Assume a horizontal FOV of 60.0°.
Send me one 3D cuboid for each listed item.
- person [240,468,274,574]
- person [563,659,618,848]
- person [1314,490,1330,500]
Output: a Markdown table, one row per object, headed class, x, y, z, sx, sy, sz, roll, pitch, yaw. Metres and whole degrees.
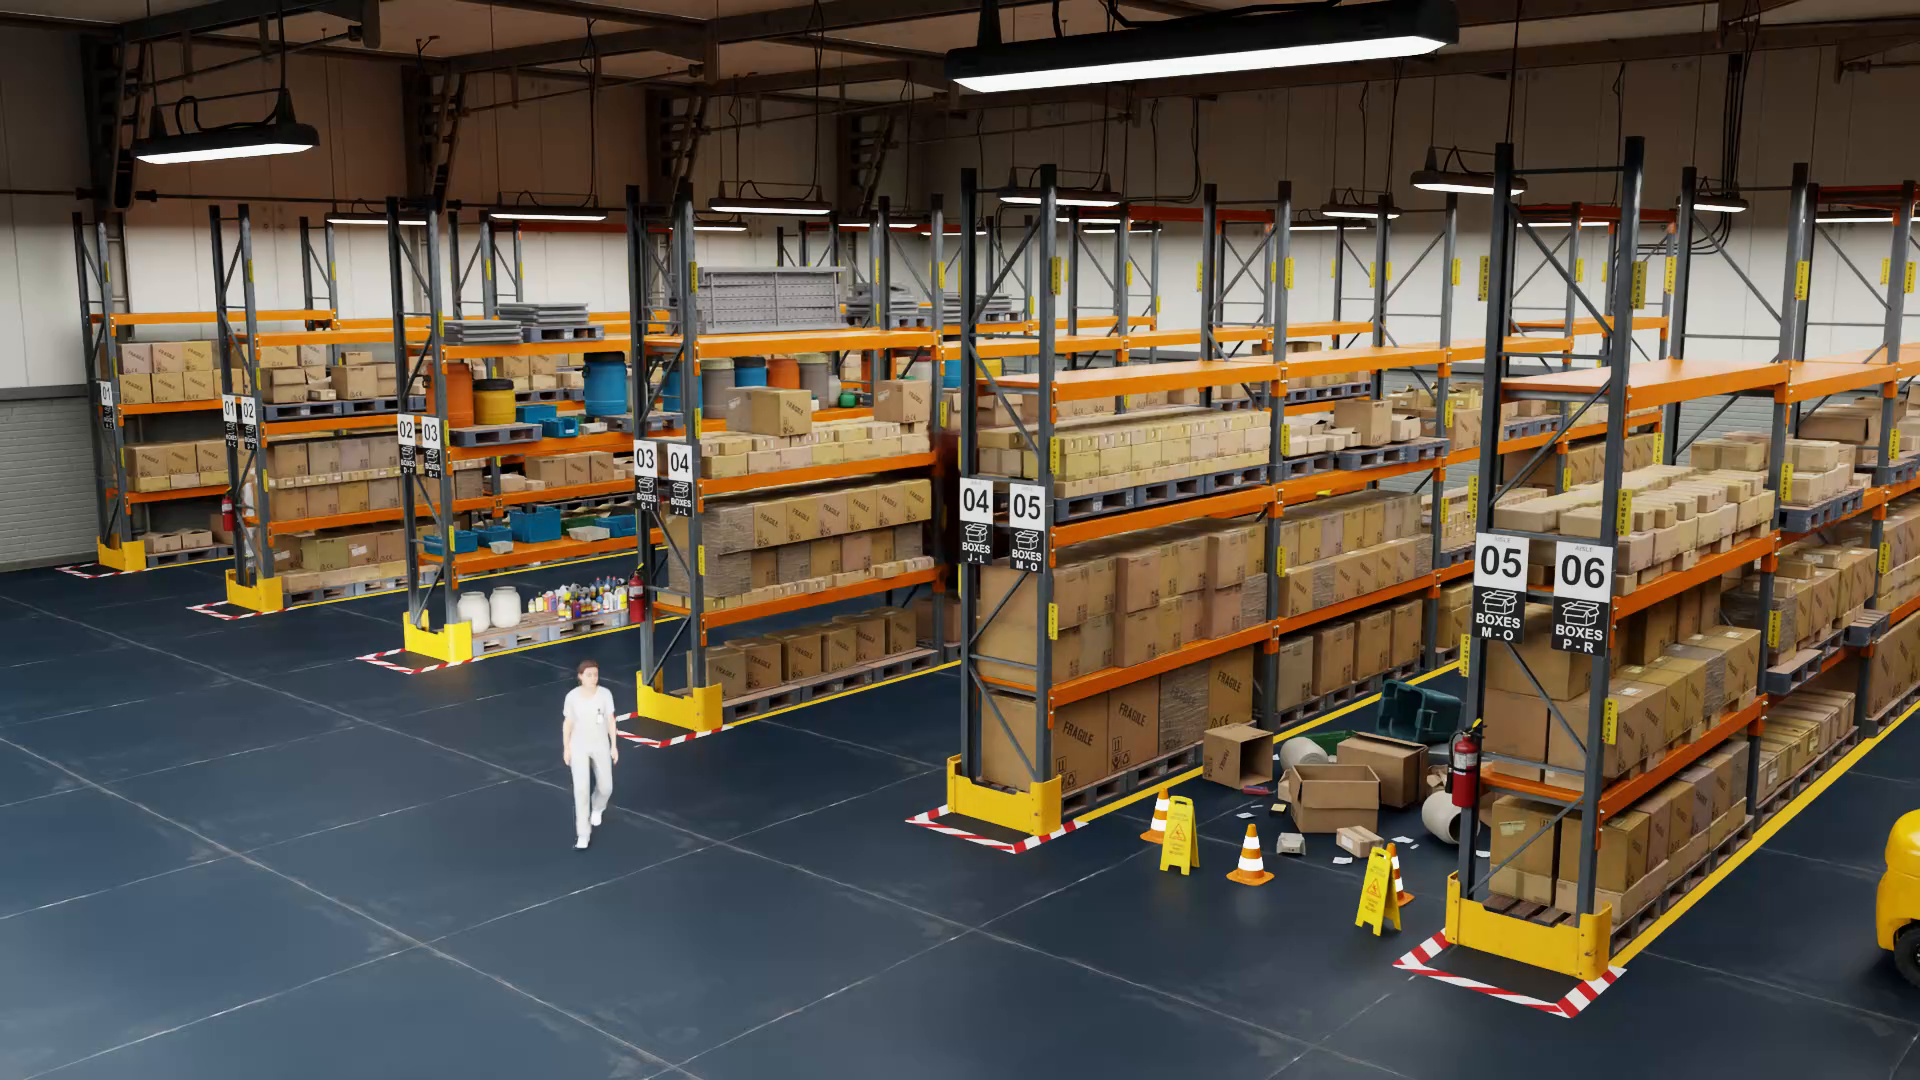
| class | x | y | z | sx | sy | sz | roll | pitch | yaw |
| --- | --- | --- | --- | --- | --- | --- | --- | --- | --- |
| person | -11.792 | -0.322 | 27.936 | 0.631 | 1.820 | 0.794 | 1 | 10 | 8 |
| person | -3.345 | 1.875 | 15.022 | 0.470 | 1.657 | 0.744 | -3 | 10 | -18 |
| person | 5.665 | 0.003 | 26.002 | 0.598 | 1.709 | 1.081 | 8 | 12 | 38 |
